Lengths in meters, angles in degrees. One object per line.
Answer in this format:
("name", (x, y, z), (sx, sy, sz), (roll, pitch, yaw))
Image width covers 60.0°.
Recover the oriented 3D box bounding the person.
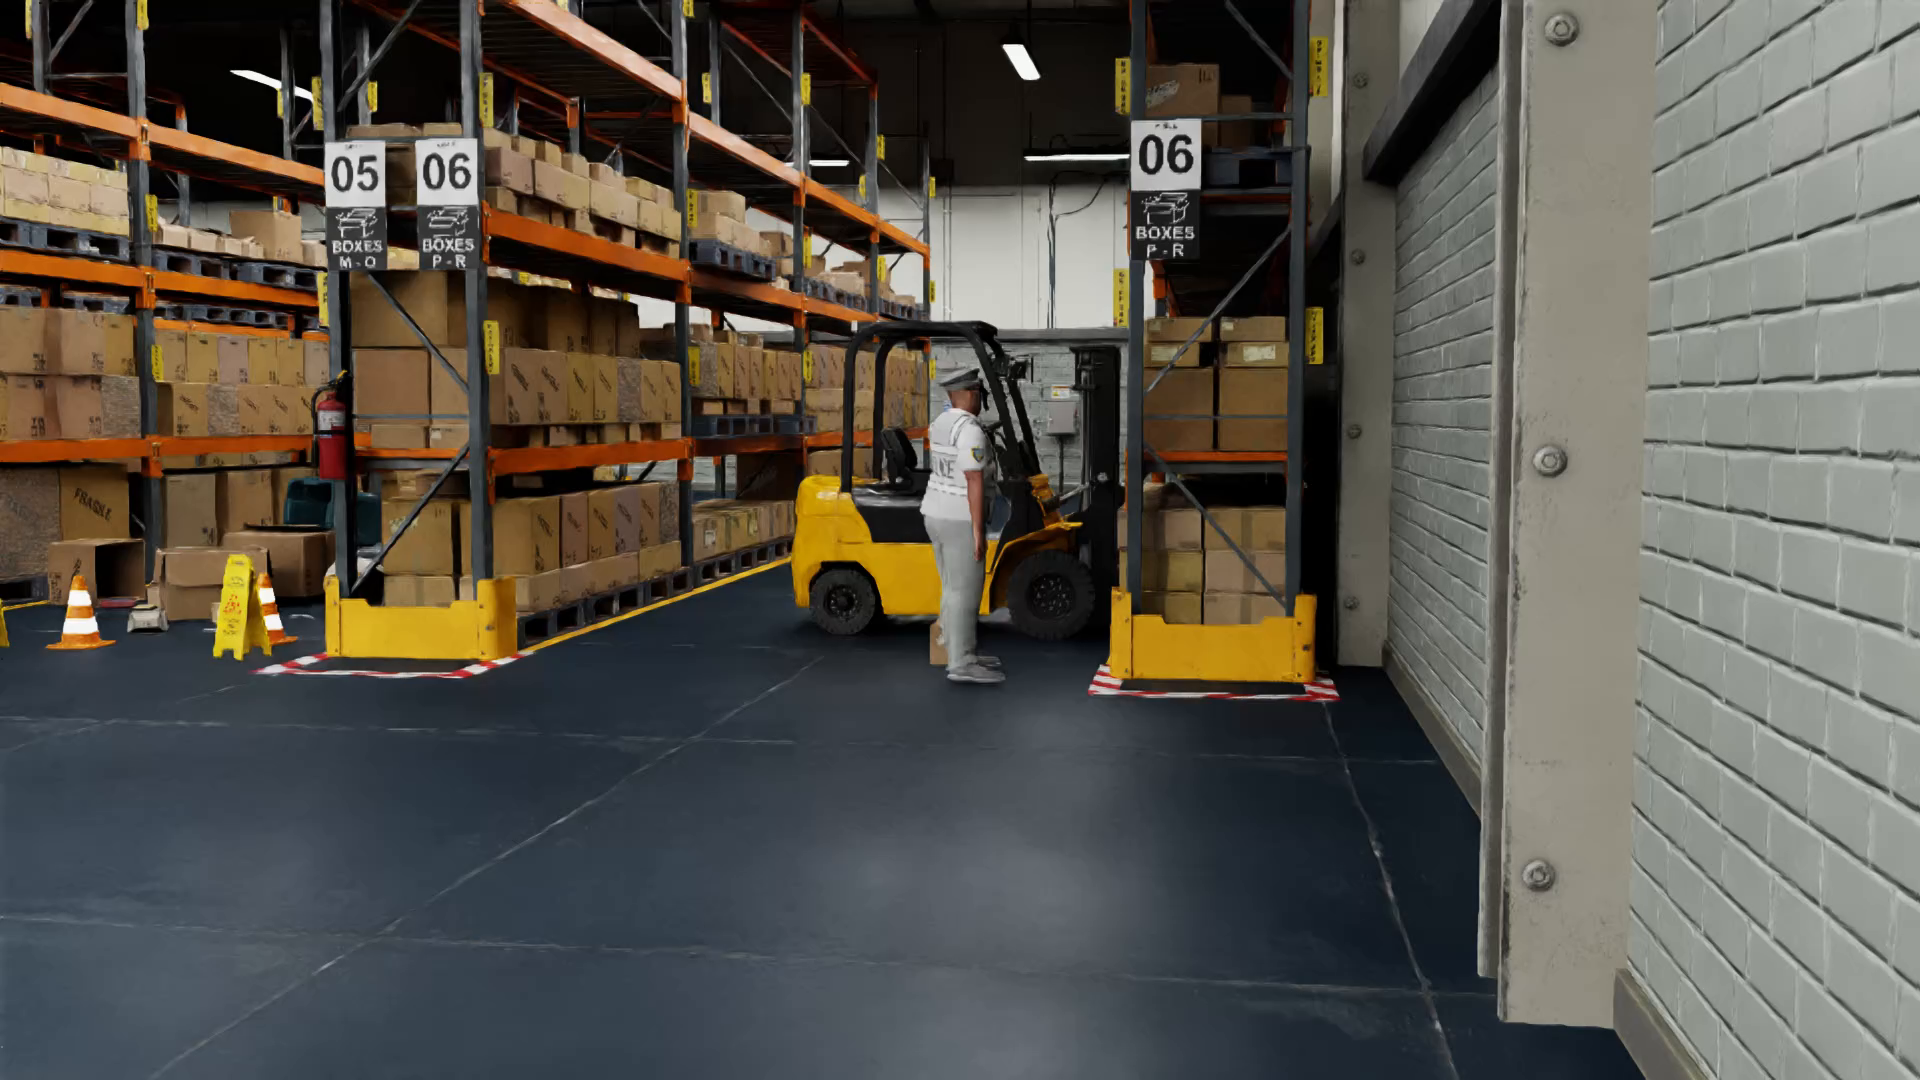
("person", (0.060, -0.096, 9.441), (0.501, 1.776, 0.596), (-2, 5, -25))
